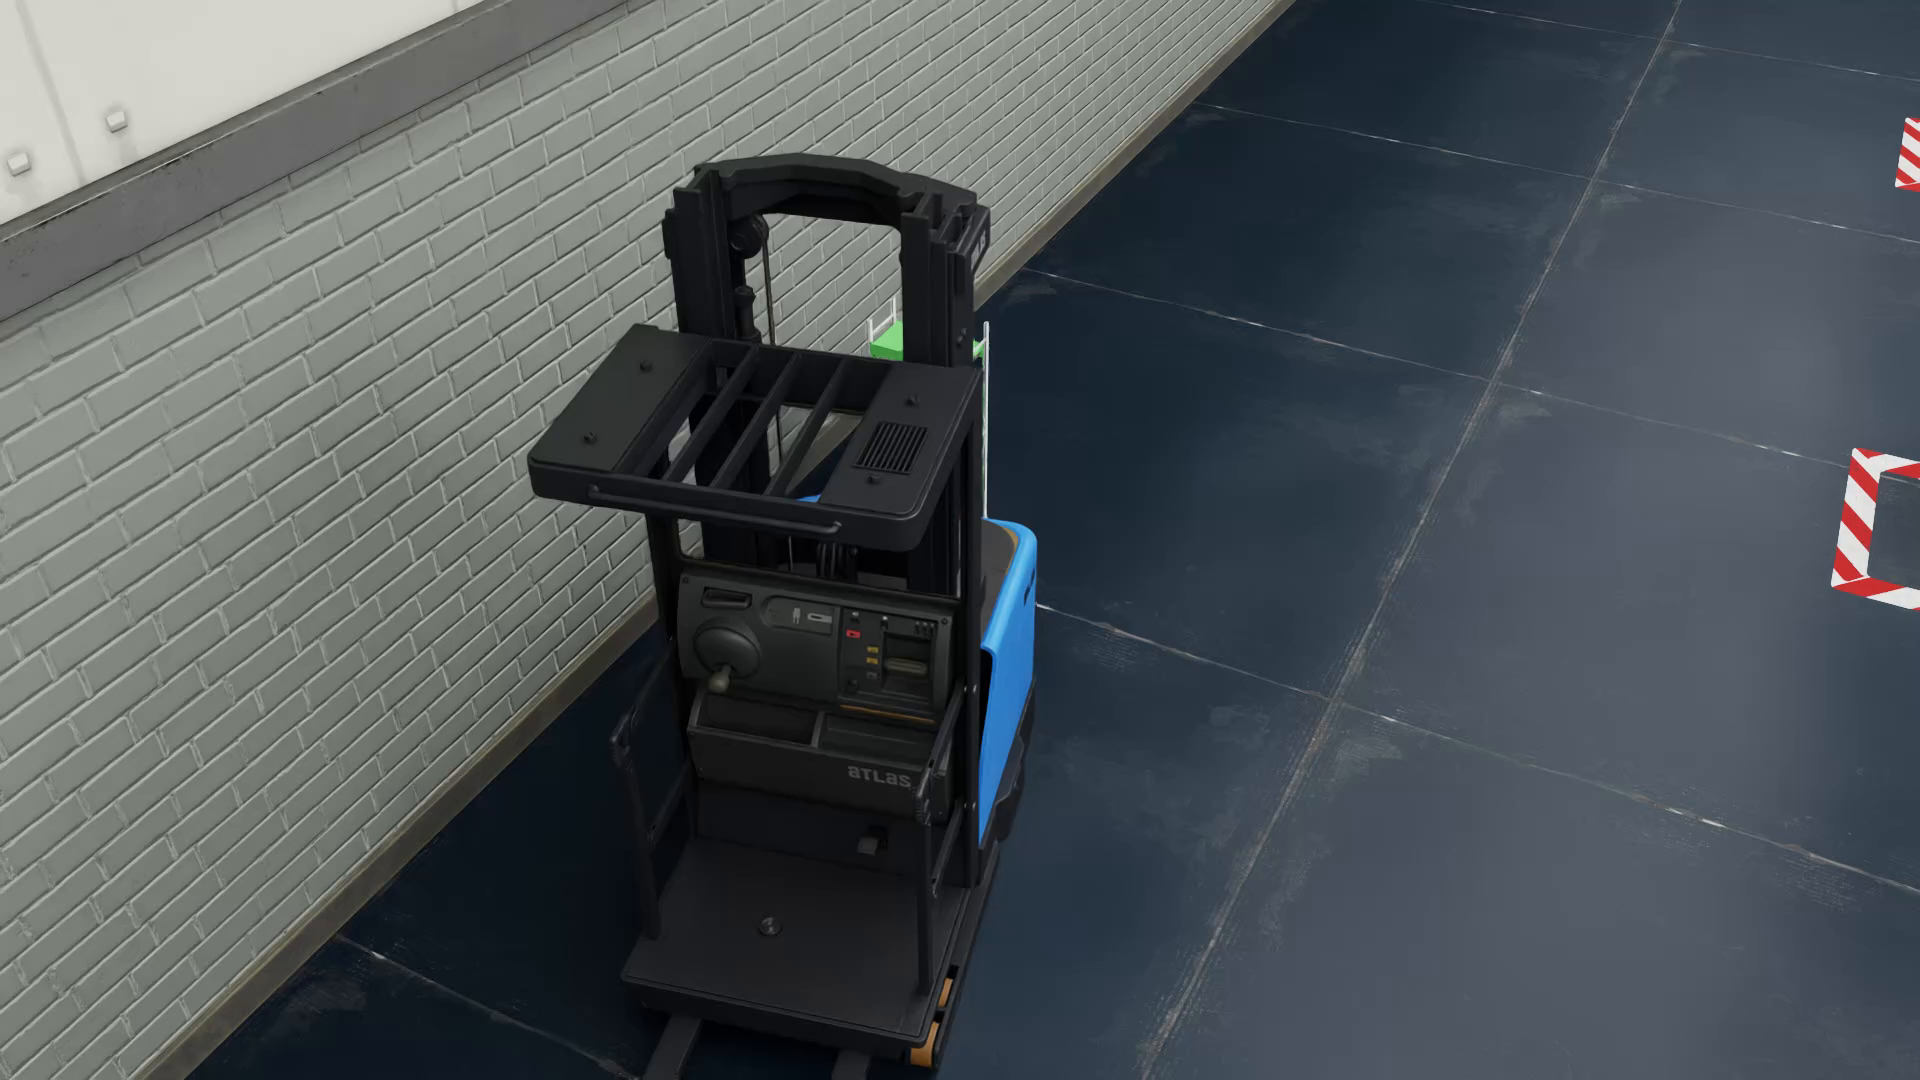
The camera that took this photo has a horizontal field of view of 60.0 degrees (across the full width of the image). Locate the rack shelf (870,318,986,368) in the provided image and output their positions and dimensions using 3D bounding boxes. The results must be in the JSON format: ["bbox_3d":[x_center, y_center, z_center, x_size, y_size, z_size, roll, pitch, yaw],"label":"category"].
[{"bbox_3d":[-0.147,-0.855,7.716,0.480,0.148,0.258,17,41,21],"label":"rack shelf"}]

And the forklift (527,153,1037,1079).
[{"bbox_3d":[-0.532,0.421,5.291,1.130,2.935,3.031,9,38,11],"label":"forklift"}]

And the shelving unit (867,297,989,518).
[{"bbox_3d":[-0.147,-0.524,7.968,0.503,1.200,0.258,17,41,21],"label":"shelving unit"}]

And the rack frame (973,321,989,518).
[{"bbox_3d":[0.070,-0.456,7.878,0.015,1.200,0.240,17,41,21],"label":"rack frame"}]

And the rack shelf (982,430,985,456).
[{"bbox_3d":[-0.147,-0.473,8.006,0.480,0.148,0.258,17,41,21],"label":"rack shelf"}]

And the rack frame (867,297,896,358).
[{"bbox_3d":[-0.364,-0.592,8.057,0.015,1.200,0.240,17,41,21],"label":"rack frame"}]
